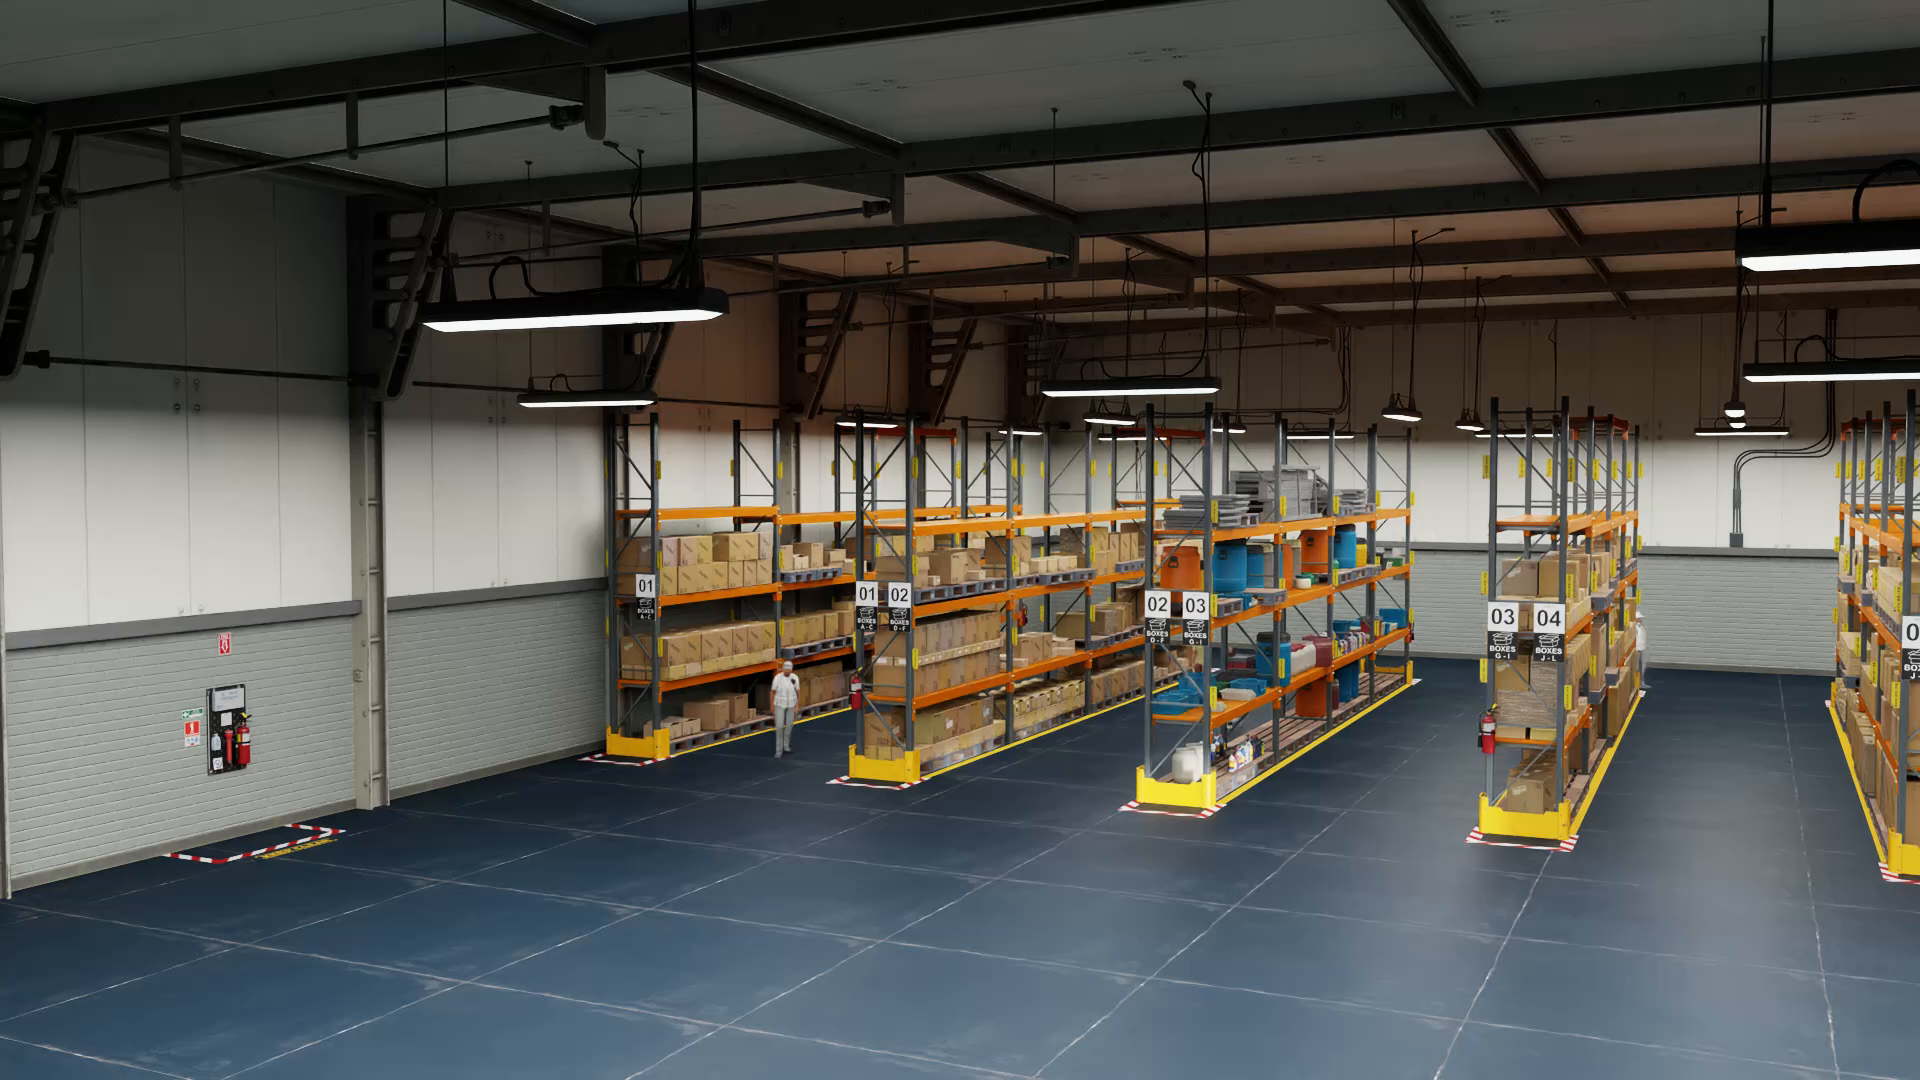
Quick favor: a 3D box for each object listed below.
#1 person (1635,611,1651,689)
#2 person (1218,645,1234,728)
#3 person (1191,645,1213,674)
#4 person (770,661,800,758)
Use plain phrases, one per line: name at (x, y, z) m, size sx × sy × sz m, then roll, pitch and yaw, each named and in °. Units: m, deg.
person at (15.446, 2.511, 38.066) m, size 0.523 × 1.787 × 0.614 m, roll -2°, pitch 3°, yaw -40°
person at (5.191, 2.837, 32.152) m, size 0.471 × 1.599 × 0.381 m, roll -1°, pitch 2°, yaw -14°
person at (5.168, 2.682, 35.463) m, size 0.500 × 1.669 × 0.528 m, roll 2°, pitch 3°, yaw 35°
person at (-3.090, 2.964, 29.298) m, size 0.532 × 1.688 × 0.758 m, roll -1°, pitch 3°, yaw -22°
